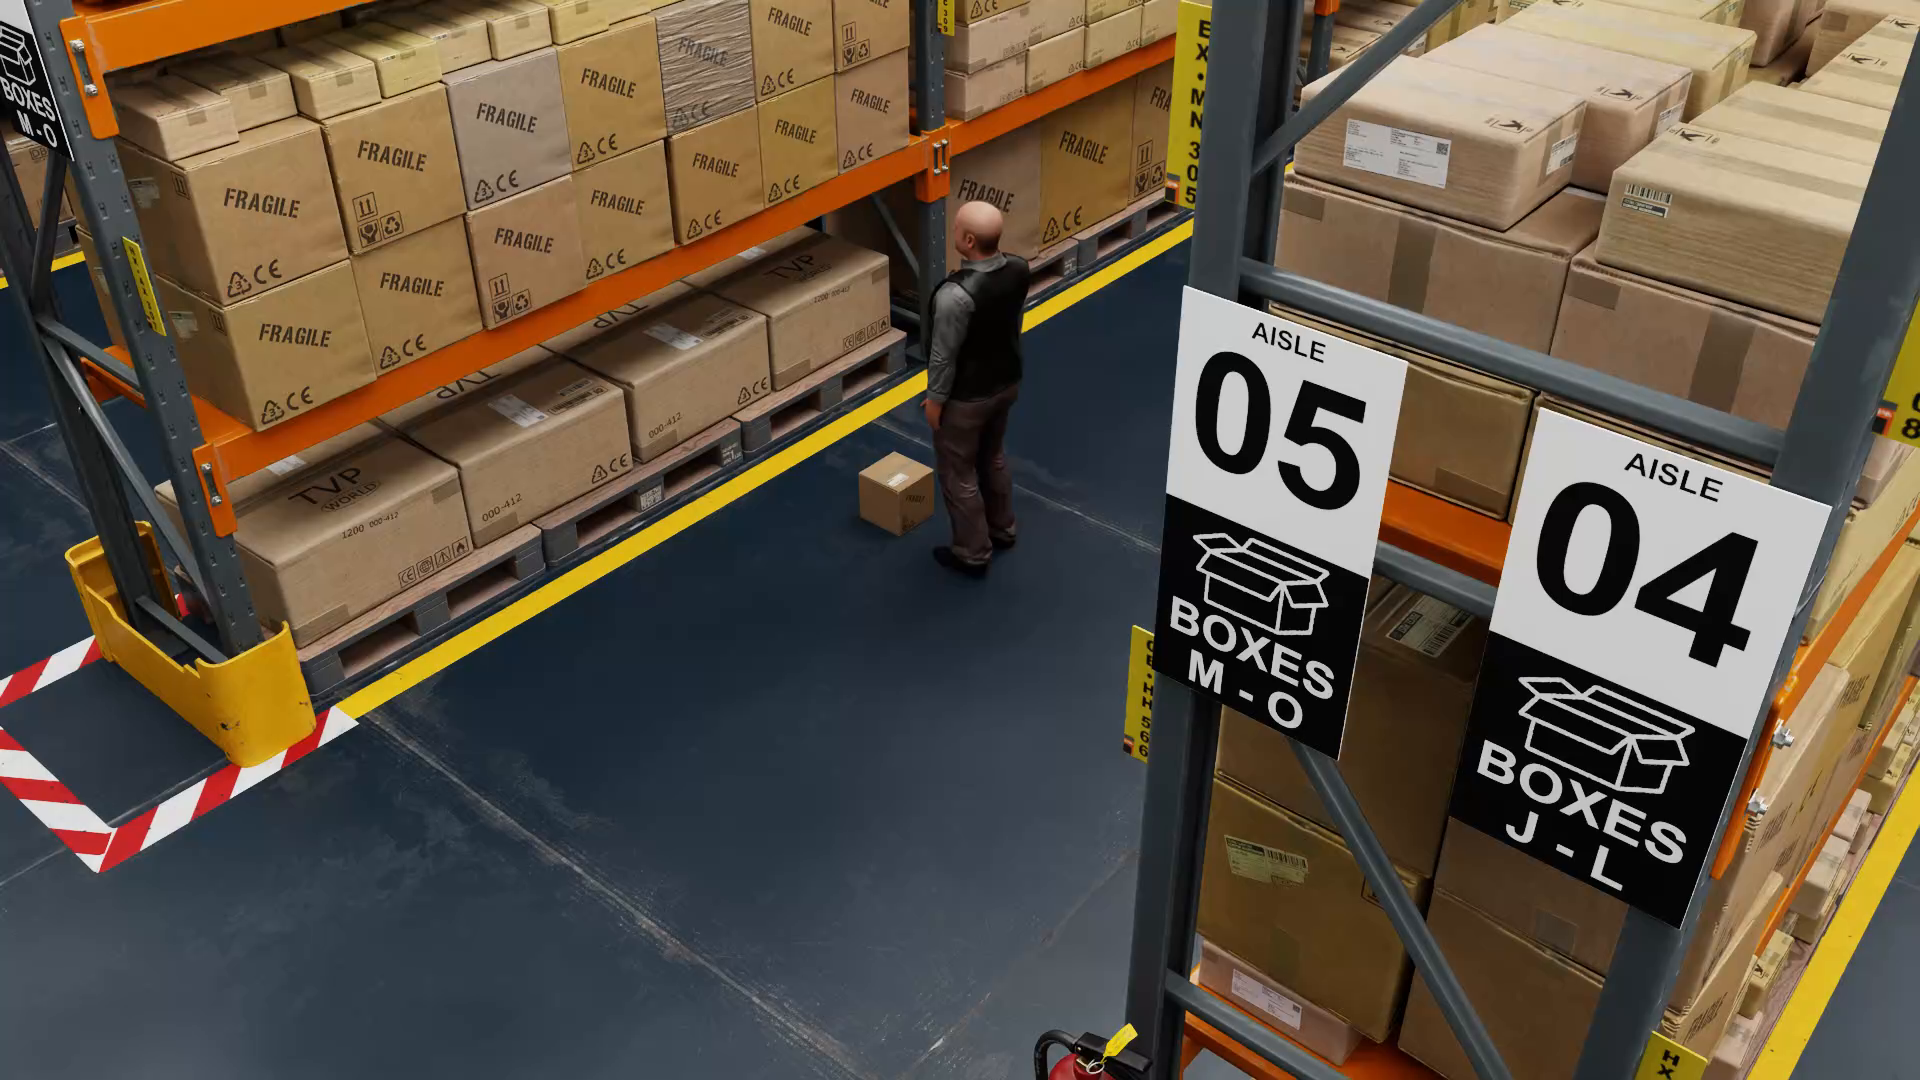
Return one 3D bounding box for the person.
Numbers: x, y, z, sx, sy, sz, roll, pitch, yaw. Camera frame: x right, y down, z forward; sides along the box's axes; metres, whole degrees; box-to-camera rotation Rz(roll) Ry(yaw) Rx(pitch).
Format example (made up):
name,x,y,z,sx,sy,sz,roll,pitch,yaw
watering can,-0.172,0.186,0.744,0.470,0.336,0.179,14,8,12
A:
name,x,y,z,sx,sy,sz,roll,pitch,yaw
person,0.050,-0.601,7.134,0.363,1.642,0.531,27,43,33
